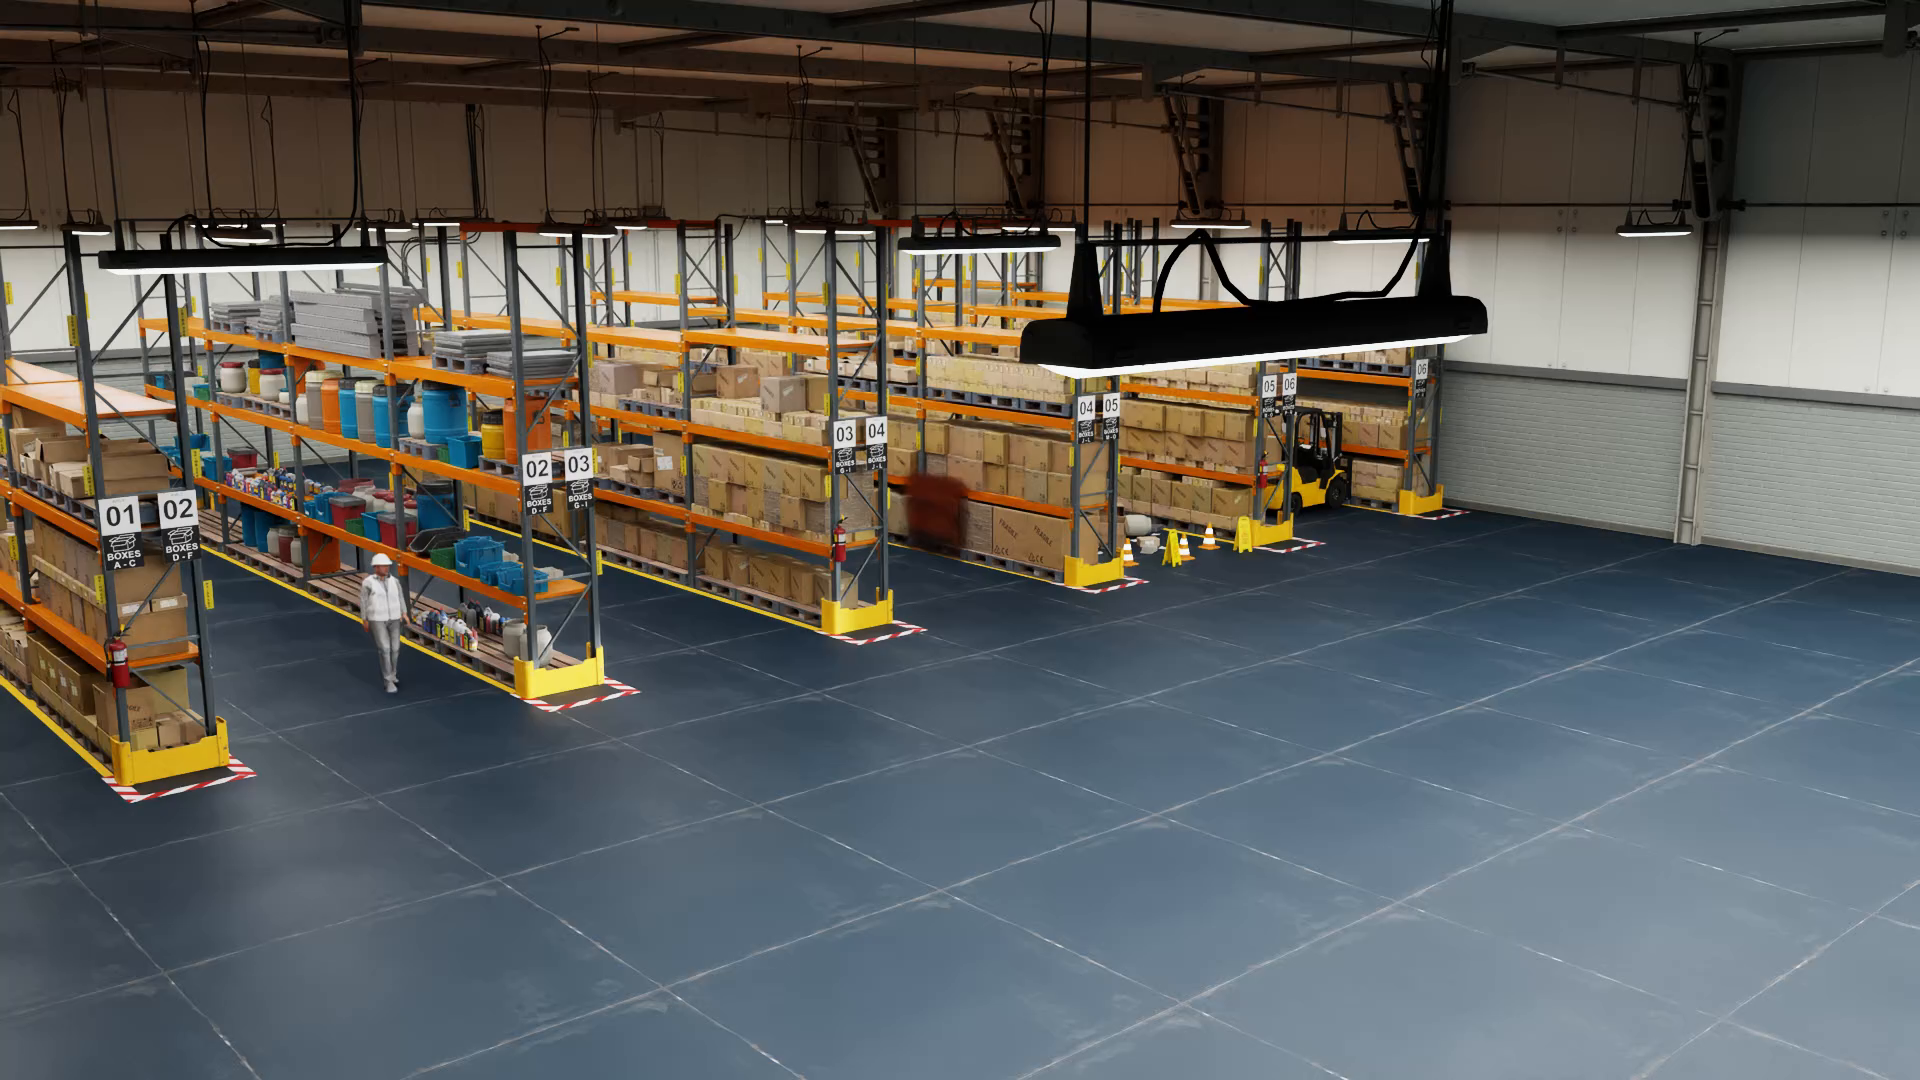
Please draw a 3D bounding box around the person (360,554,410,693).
[{"bbox_3d":[-7.573,1.092,22.072,0.676,1.797,0.564,11,16,44],"label":"person"}]
